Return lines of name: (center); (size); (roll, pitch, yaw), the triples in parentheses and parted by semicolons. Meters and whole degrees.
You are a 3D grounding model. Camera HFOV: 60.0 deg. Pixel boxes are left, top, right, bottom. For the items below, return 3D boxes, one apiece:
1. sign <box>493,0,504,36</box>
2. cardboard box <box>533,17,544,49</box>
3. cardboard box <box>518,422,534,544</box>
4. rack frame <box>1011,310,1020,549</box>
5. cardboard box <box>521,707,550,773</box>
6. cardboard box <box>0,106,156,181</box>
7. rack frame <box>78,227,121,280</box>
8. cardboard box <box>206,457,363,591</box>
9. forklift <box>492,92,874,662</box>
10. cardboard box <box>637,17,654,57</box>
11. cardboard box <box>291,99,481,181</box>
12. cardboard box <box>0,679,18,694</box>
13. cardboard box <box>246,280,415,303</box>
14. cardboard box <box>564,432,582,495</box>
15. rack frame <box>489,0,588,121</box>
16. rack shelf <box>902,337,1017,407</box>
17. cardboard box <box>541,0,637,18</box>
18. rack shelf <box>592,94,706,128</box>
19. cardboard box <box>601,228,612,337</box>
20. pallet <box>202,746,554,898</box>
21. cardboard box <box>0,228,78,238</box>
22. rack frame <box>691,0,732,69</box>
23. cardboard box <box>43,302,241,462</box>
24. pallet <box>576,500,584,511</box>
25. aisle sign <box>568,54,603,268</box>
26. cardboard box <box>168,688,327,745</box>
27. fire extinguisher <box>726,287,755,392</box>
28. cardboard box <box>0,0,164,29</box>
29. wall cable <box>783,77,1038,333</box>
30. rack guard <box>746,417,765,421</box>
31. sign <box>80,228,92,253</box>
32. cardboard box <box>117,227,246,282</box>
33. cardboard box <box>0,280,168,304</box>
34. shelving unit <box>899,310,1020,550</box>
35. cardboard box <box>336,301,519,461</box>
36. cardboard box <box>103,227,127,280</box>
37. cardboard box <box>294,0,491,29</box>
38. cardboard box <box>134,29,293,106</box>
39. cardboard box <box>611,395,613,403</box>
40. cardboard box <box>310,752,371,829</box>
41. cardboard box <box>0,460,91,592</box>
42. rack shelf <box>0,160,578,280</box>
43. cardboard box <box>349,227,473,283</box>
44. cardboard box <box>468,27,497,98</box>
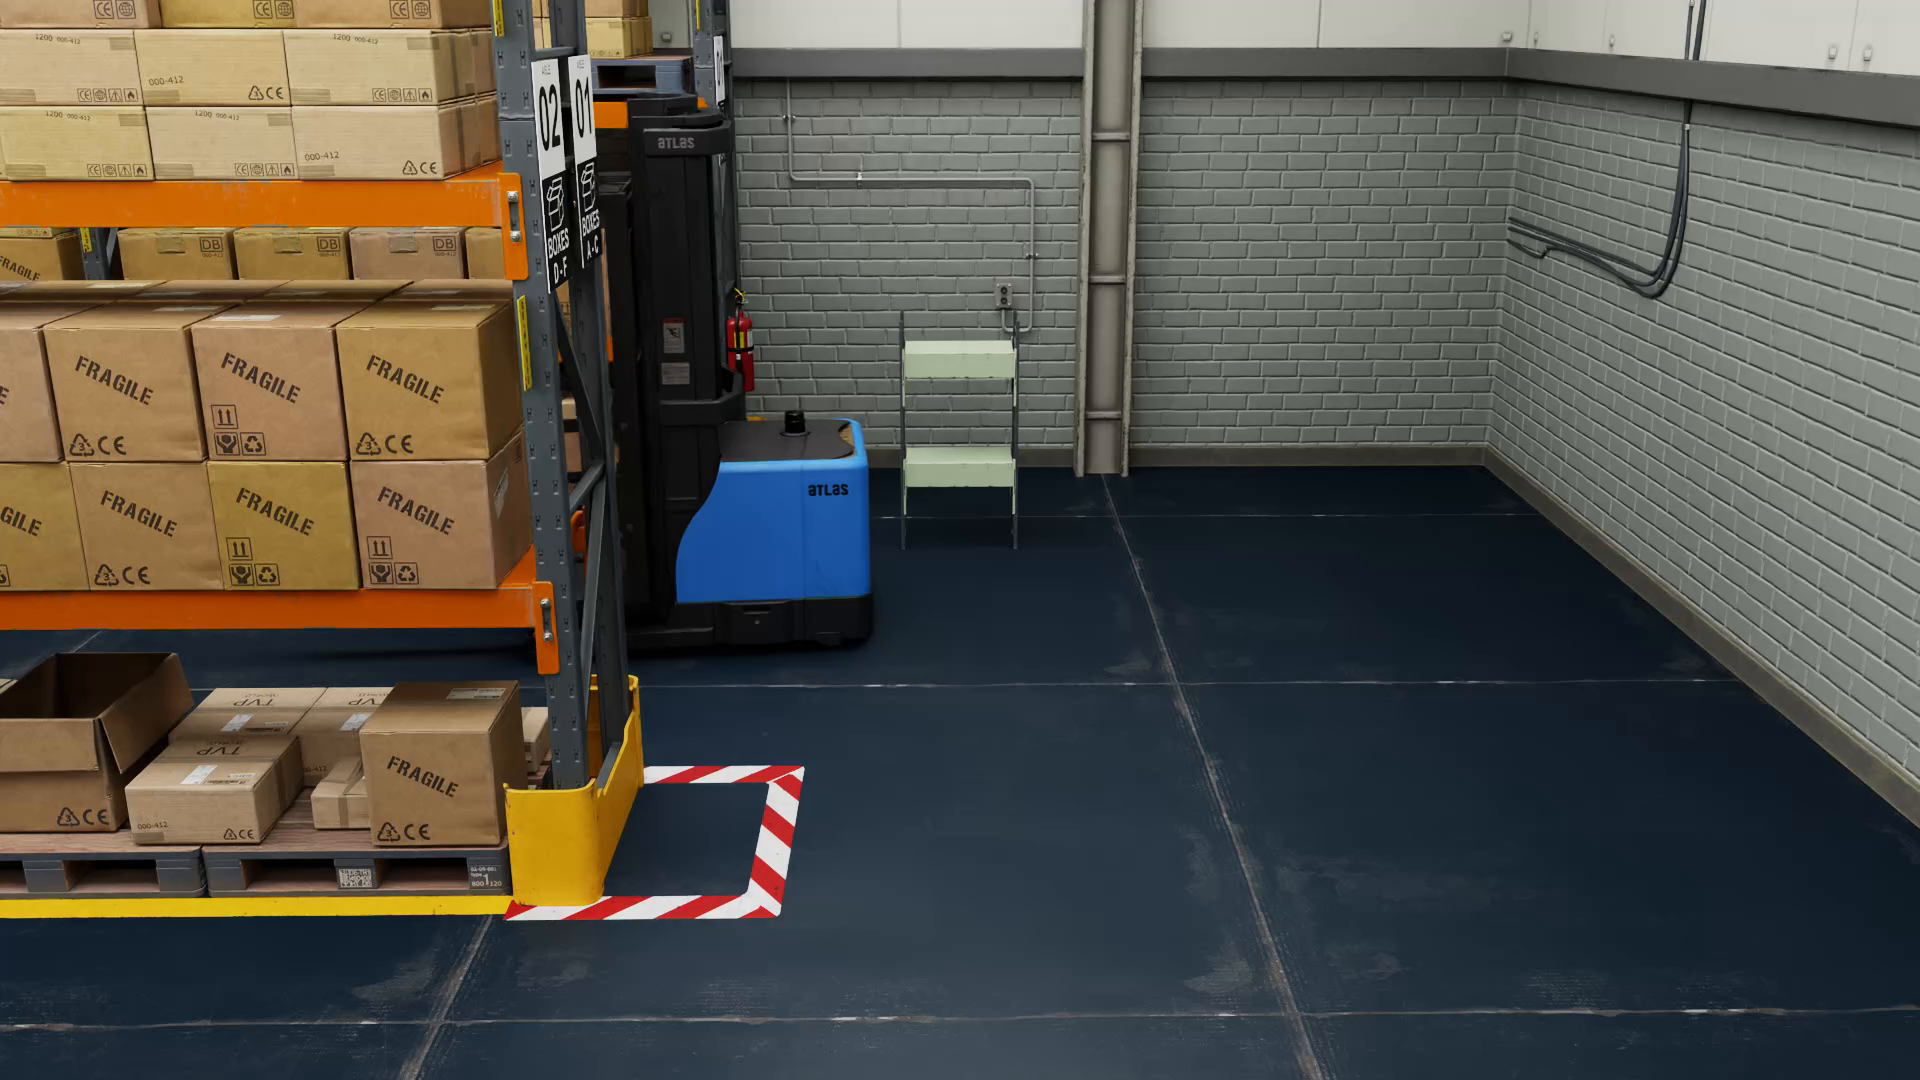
sign: (-1.543, -1.845, 5.528); (0.005, 0.325, 0.100); (0, 18, -1)
cardboard box: (-2.862, -3.194, 10.579); (0.500, 0.250, 0.500); (-1, 18, -3)
cardboard box: (-1.980, -0.291, 6.879); (0.500, 0.500, 0.500); (0, 18, 0)
rack frame: (0.359, -0.716, 10.824); (0.023, 1.500, 0.400); (0, 18, -1)
cardboard box: (-1.956, 0.881, 7.339); (0.250, 0.149, 0.380); (0, 18, -1)
cardboard box: (-3.041, -1.433, 5.939); (0.500, 0.250, 0.500); (0, 18, -1)
rack frame: (-5.613, -1.658, 11.306); (0.127, 3.000, 1.000); (0, 18, -1)
cardboard box: (-2.494, -0.123, 6.358); (0.500, 0.500, 0.500); (0, 18, 0)
forklift: (-2.030, -0.903, 9.064); (3.031, 2.935, 1.130); (-2, 18, -6)
cardboard box: (-2.347, -3.353, 11.074); (0.500, 0.250, 0.500); (1, 18, 2)
cardboard box: (-2.041, -1.438, 5.956); (0.500, 0.250, 0.500); (0, 18, -1)
cardboard box: (-4.216, 0.833, 7.223); (0.500, 0.311, 0.500); (0, 18, -1)
cardboard box: (-2.502, -0.762, 6.711); (0.500, 0.500, 0.500); (0, 18, 0)
cardboard box: (-2.812, -0.651, 11.570); (0.500, 0.500, 0.700); (0, 18, -1)
rack frame: (-1.532, -3.021, 5.733); (0.127, 3.000, 1.000); (0, 18, -1)
rack shelf: (-0.007, -1.086, 10.699); (0.720, 0.370, 0.431); (0, 18, -1)
cardboard box: (-2.341, -3.552, 10.466); (0.500, 0.500, 0.500); (0, 18, -1)
rack shelf: (-3.613, -2.754, 10.988); (4.000, 0.370, 1.077); (0, 18, -1)
cardboard box: (-2.123, -1.815, 11.303); (0.700, 0.700, 0.980); (1, 18, 2)
pallet: (-2.405, 1.168, 7.062); (1.213, 0.211, 1.003); (0, 18, -1)
cardboard box: (-6.076, -2.134, 10.877); (0.500, 0.250, 0.500); (0, 18, 0)
rack frame: (-1.614, -4.534, 10.450); (0.127, 3.000, 1.000); (0, 18, -1)
cardboard box: (-2.996, -0.595, 6.193); (0.500, 0.500, 0.500); (0, 18, 1)
pallet: (-2.412, -0.322, 11.706); (1.213, 0.211, 1.003); (0, 18, -1)
aisle sign: (-1.468, -1.492, 6.533); (0.004, 0.787, 0.394); (0, 18, -1)
cardboard box: (-3.080, 0.856, 7.249); (0.500, 0.250, 0.500); (0, 18, -1)
fire extinguisher: (-1.456, -1.323, 10.998); (0.183, 0.674, 0.296); (0, 18, -1)
cardboard box: (-3.045, -2.097, 5.964); (0.500, 0.500, 0.700); (0, 18, -1)
wall cable: (-0.348, -2.456, 12.131); (1.851, 1.984, 0.084); (0, 18, -1)
rack guard: (-1.590, -0.487, 11.748); (0.348, 0.500, 1.175); (0, 18, -1)
sign: (-5.595, -2.006, 10.625); (0.005, 0.325, 0.100); (0, 18, -1)
cardboard box: (-5.070, -1.799, 11.253); (0.700, 0.700, 0.980); (0, 18, 0)
cardboard box: (-3.510, -0.758, 6.700); (0.500, 0.500, 0.500); (0, 18, -1)
shelving unit: (-0.007, -0.714, 10.818); (0.755, 1.500, 0.431); (0, 18, -1)
cardboard box: (-1.972, -0.602, 6.213); (0.500, 0.500, 0.500); (0, 18, -1)
cardboard box: (-6.077, -1.932, 11.475); (0.500, 0.500, 0.500); (-1, 18, -3)
cardboard box: (-2.045, -2.109, 6.000); (0.500, 0.500, 0.700); (0, 18, -1)
cardboard box: (-2.541, -1.677, 5.880); (0.500, 0.250, 0.500); (0, 18, -1)
cardboard box: (-2.437, -0.906, 11.303); (0.250, 0.149, 0.380); (0, 18, -2)
cardboard box: (-2.478, 1.027, 6.852); (0.250, 0.166, 0.380); (0, 18, -1)
cardboard box: (-3.497, -0.120, 6.348); (0.500, 0.500, 0.500); (-1, 18, -2)
rack shelf: (-3.531, -1.241, 6.271); (4.000, 0.370, 1.077); (0, 18, -1)
cardboard box: (-3.613, -1.807, 11.279); (0.700, 0.700, 0.980); (-1, 18, -4)
cardboard box: (-2.049, -1.836, 6.378); (0.500, 0.250, 0.500); (0, 18, -1)
